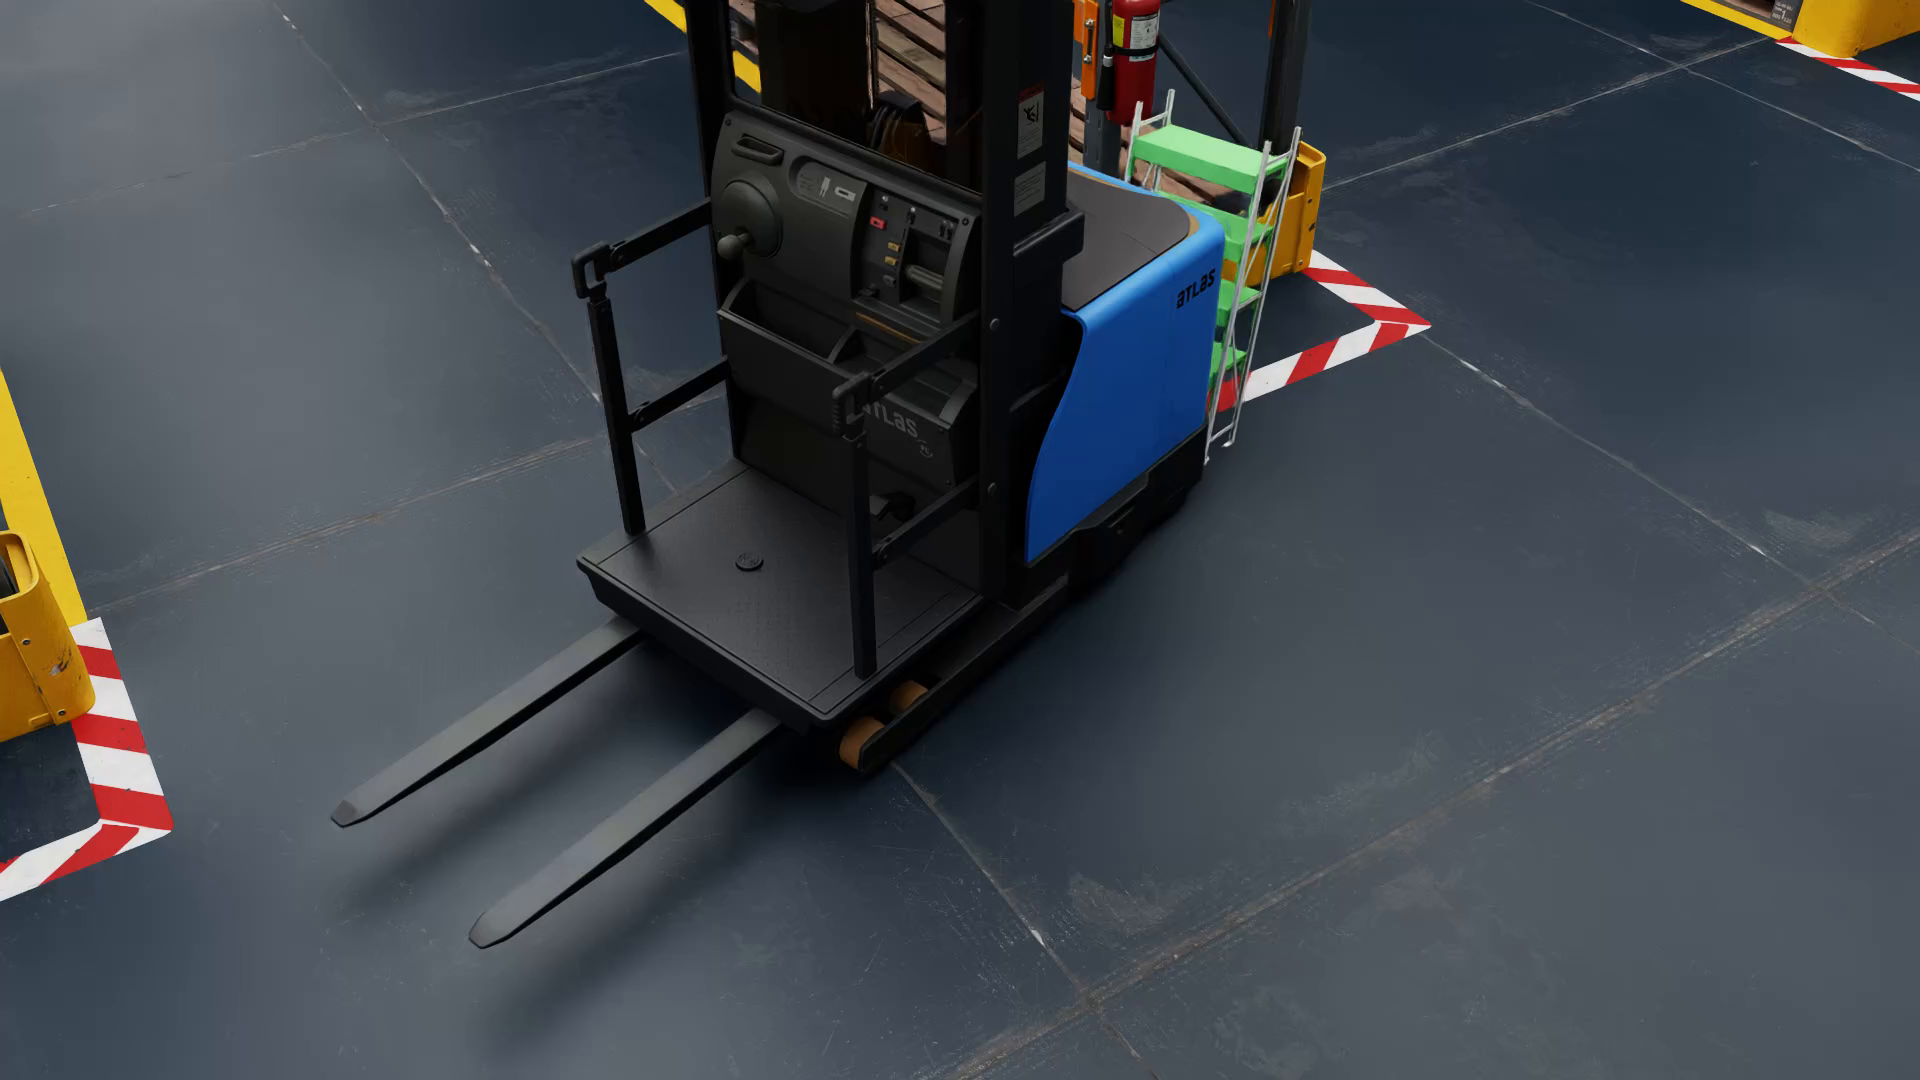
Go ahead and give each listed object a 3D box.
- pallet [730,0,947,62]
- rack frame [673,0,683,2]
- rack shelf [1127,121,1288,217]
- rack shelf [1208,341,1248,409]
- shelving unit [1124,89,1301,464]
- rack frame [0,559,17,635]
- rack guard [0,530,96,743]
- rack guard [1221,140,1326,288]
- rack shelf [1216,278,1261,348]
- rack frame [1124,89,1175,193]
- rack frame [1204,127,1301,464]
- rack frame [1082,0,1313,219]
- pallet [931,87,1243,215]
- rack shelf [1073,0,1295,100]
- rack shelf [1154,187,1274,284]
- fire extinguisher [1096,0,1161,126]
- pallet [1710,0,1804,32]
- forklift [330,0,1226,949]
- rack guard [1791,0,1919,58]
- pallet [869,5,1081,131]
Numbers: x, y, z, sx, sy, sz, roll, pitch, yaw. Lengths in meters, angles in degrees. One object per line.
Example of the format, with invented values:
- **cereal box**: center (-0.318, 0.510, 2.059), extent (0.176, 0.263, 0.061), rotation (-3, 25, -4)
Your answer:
- **pallet**: center (-0.795, -2.943, 9.117), extent (1.003, 0.211, 1.213), rotation (-22, 45, -24)
- **rack frame**: center (-1.224, -4.397, 8.684), extent (1.000, 3.000, 0.127), rotation (-22, 45, -24)
- **rack shelf**: center (0.848, -1.270, 5.671), extent (0.480, 0.148, 0.258), rotation (25, 36, 27)
- **rack shelf**: center (0.774, -0.662, 6.050), extent (0.480, 0.148, 0.258), rotation (25, 36, 27)
- **shelving unit**: center (0.805, -0.918, 5.890), extent (0.503, 1.200, 0.258), rotation (25, 36, 27)
- **rack frame**: center (-3.249, -0.534, 4.047), extent (1.000, 3.000, 0.127), rotation (-22, 45, -24)
- **rack guard**: center (-3.236, 0.440, 4.832), extent (1.175, 0.500, 0.348), rotation (-22, 45, -24)
- **rack guard**: center (0.951, -1.270, 6.883), extent (1.175, 0.500, 0.348), rotation (-22, 45, -24)
- **rack shelf**: center (0.799, -0.864, 5.923), extent (0.480, 0.148, 0.258), rotation (25, 36, 27)
- **rack frame**: center (0.609, -1.012, 6.001), extent (0.015, 1.200, 0.240), rotation (25, 36, 27)
- **rack frame**: center (1.002, -0.825, 5.778), extent (0.015, 1.200, 0.240), rotation (25, 36, 27)
- **rack frame**: center (0.927, -2.238, 6.093), extent (1.000, 3.000, 0.127), rotation (-22, 45, -24)
- **pallet**: center (0.517, -1.626, 7.536), extent (1.003, 0.211, 1.213), rotation (-22, 45, -24)
- **rack shelf**: center (-0.148, -3.042, 7.619), extent (1.077, 0.370, 4.000), rotation (-22, 45, -24)
- **rack shelf**: center (0.823, -1.067, 5.797), extent (0.480, 0.148, 0.258), rotation (25, 36, 27)
- **fire extinguisher**: center (0.625, -1.828, 5.952), extent (0.296, 0.674, 0.183), rotation (-22, 45, -24)
- **pallet**: center (4.635, -3.341, 9.595), extent (1.003, 0.211, 1.213), rotation (-22, 45, -24)
- **forklift**: center (-0.472, -0.805, 4.426), extent (1.130, 2.935, 3.031), rotation (29, 48, 30)
- **rack guard**: center (5.065, -3.022, 8.986), extent (1.175, 0.500, 0.348), rotation (-22, 45, -24)
- **pallet**: center (-0.135, -2.284, 8.325), extent (1.003, 0.211, 1.213), rotation (-22, 45, -24)
